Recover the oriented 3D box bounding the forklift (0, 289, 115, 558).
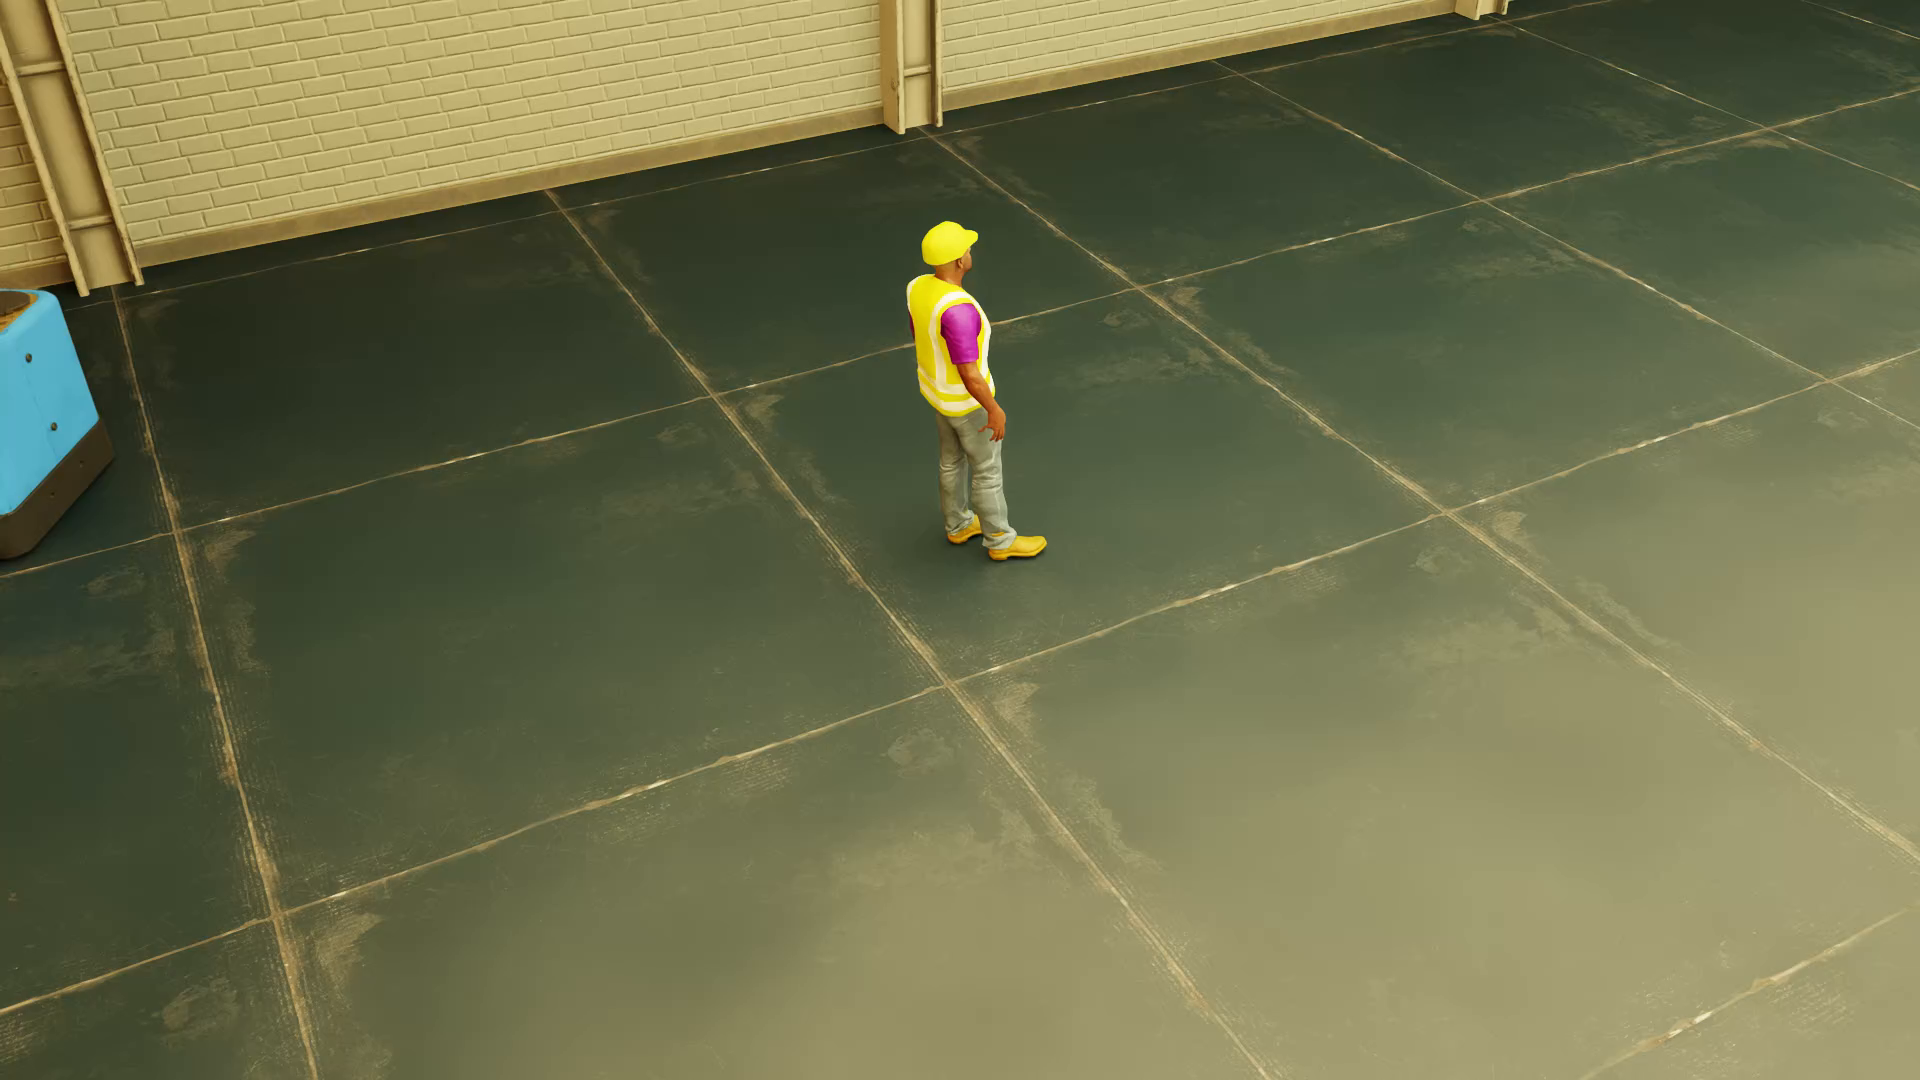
[{"bbox_3d":[-6.209,-1.398,8.101,3.031,2.935,1.130,2,35,3],"label":"forklift"}]

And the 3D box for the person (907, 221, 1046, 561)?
[{"bbox_3d":[0.064,-0.743,8.170,0.577,1.765,0.665,-17,39,-23],"label":"person"}]
